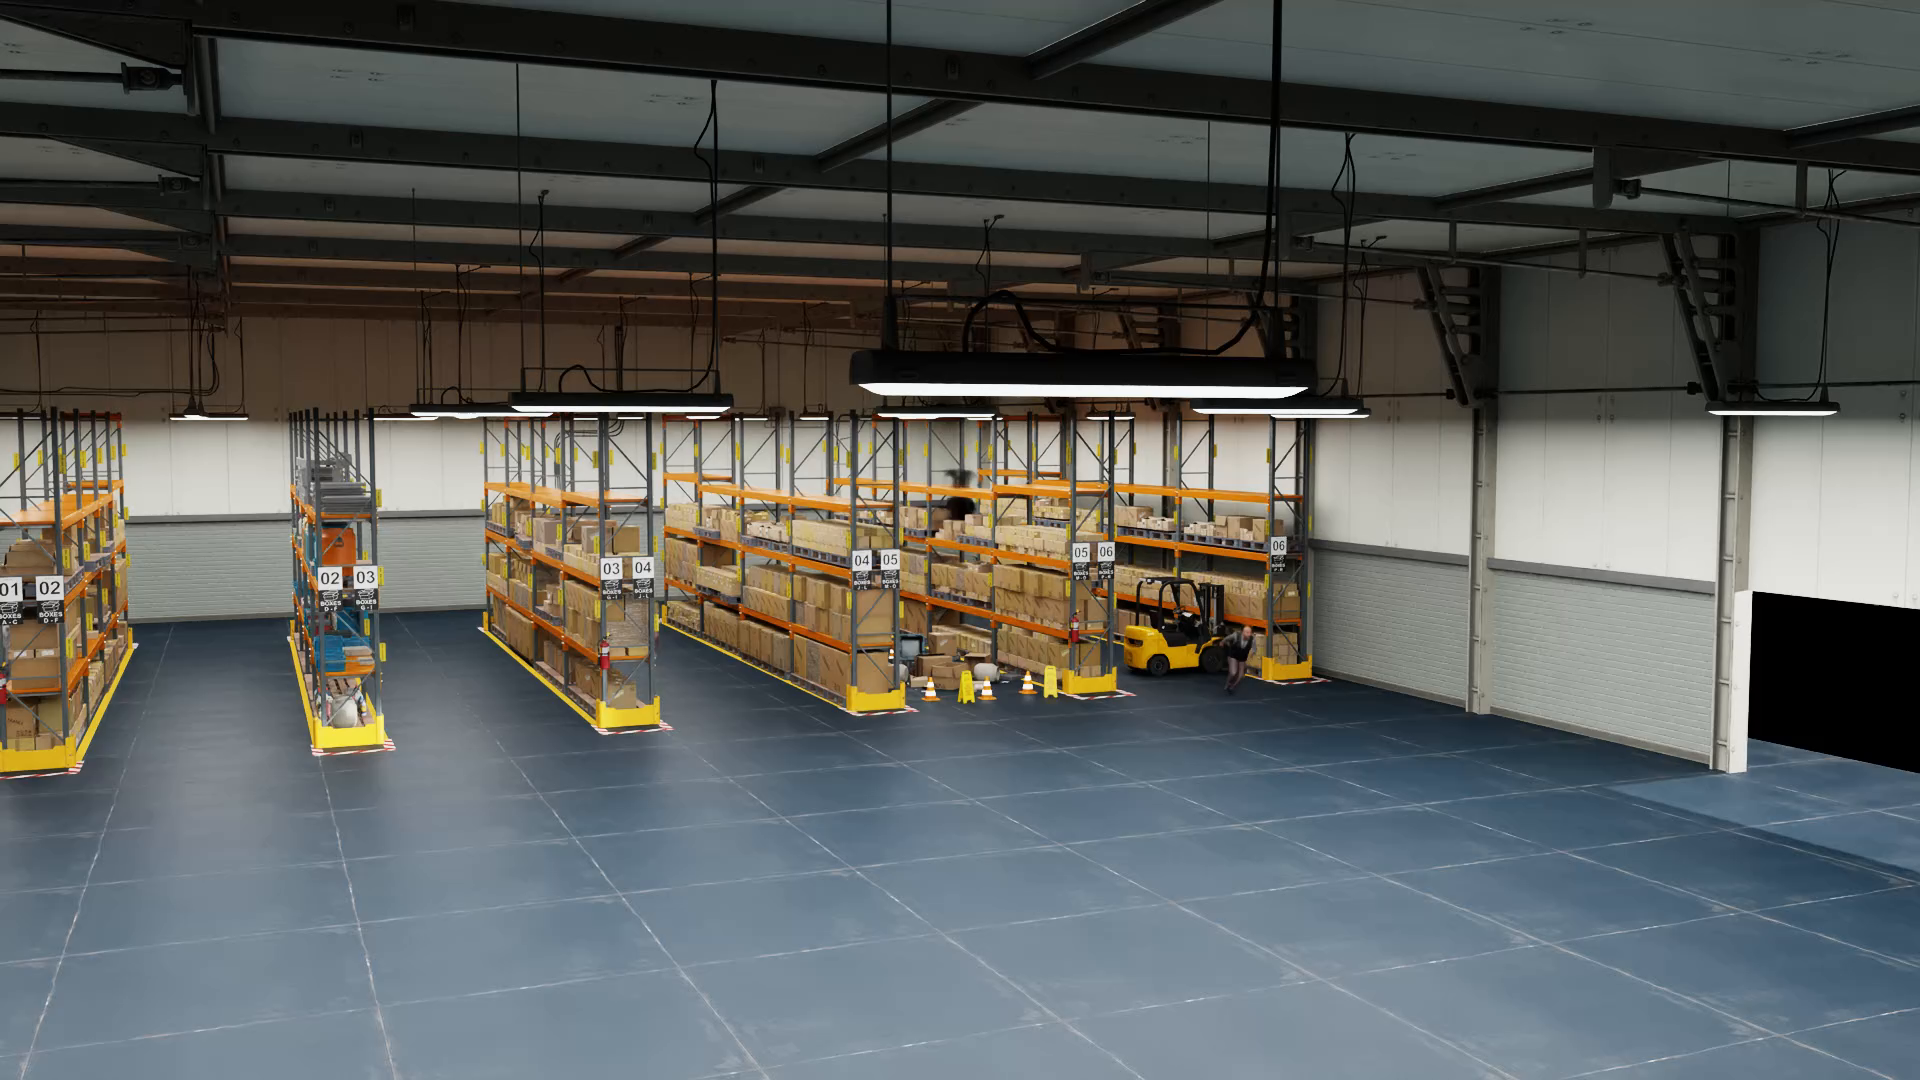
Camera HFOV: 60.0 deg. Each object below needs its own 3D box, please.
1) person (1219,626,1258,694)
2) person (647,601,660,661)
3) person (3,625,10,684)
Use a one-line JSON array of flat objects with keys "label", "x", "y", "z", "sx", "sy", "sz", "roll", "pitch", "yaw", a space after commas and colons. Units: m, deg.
[{"label": "person", "x": 5.885, "y": 2.522, "z": 34.925, "sx": 0.636, "sy": 1.499, "sz": 0.994, "roll": -1, "pitch": 4, "yaw": -10}, {"label": "person", "x": -7.497, "y": 2.070, "z": 40.282, "sx": 0.521, "sy": 1.691, "sz": 0.780, "roll": -2, "pitch": 4, "yaw": -23}, {"label": "person", "x": -20.999, "y": 2.365, "z": 36.466, "sx": 0.572, "sy": 1.621, "sz": 0.597, "roll": -2, "pitch": 5, "yaw": -28}]
